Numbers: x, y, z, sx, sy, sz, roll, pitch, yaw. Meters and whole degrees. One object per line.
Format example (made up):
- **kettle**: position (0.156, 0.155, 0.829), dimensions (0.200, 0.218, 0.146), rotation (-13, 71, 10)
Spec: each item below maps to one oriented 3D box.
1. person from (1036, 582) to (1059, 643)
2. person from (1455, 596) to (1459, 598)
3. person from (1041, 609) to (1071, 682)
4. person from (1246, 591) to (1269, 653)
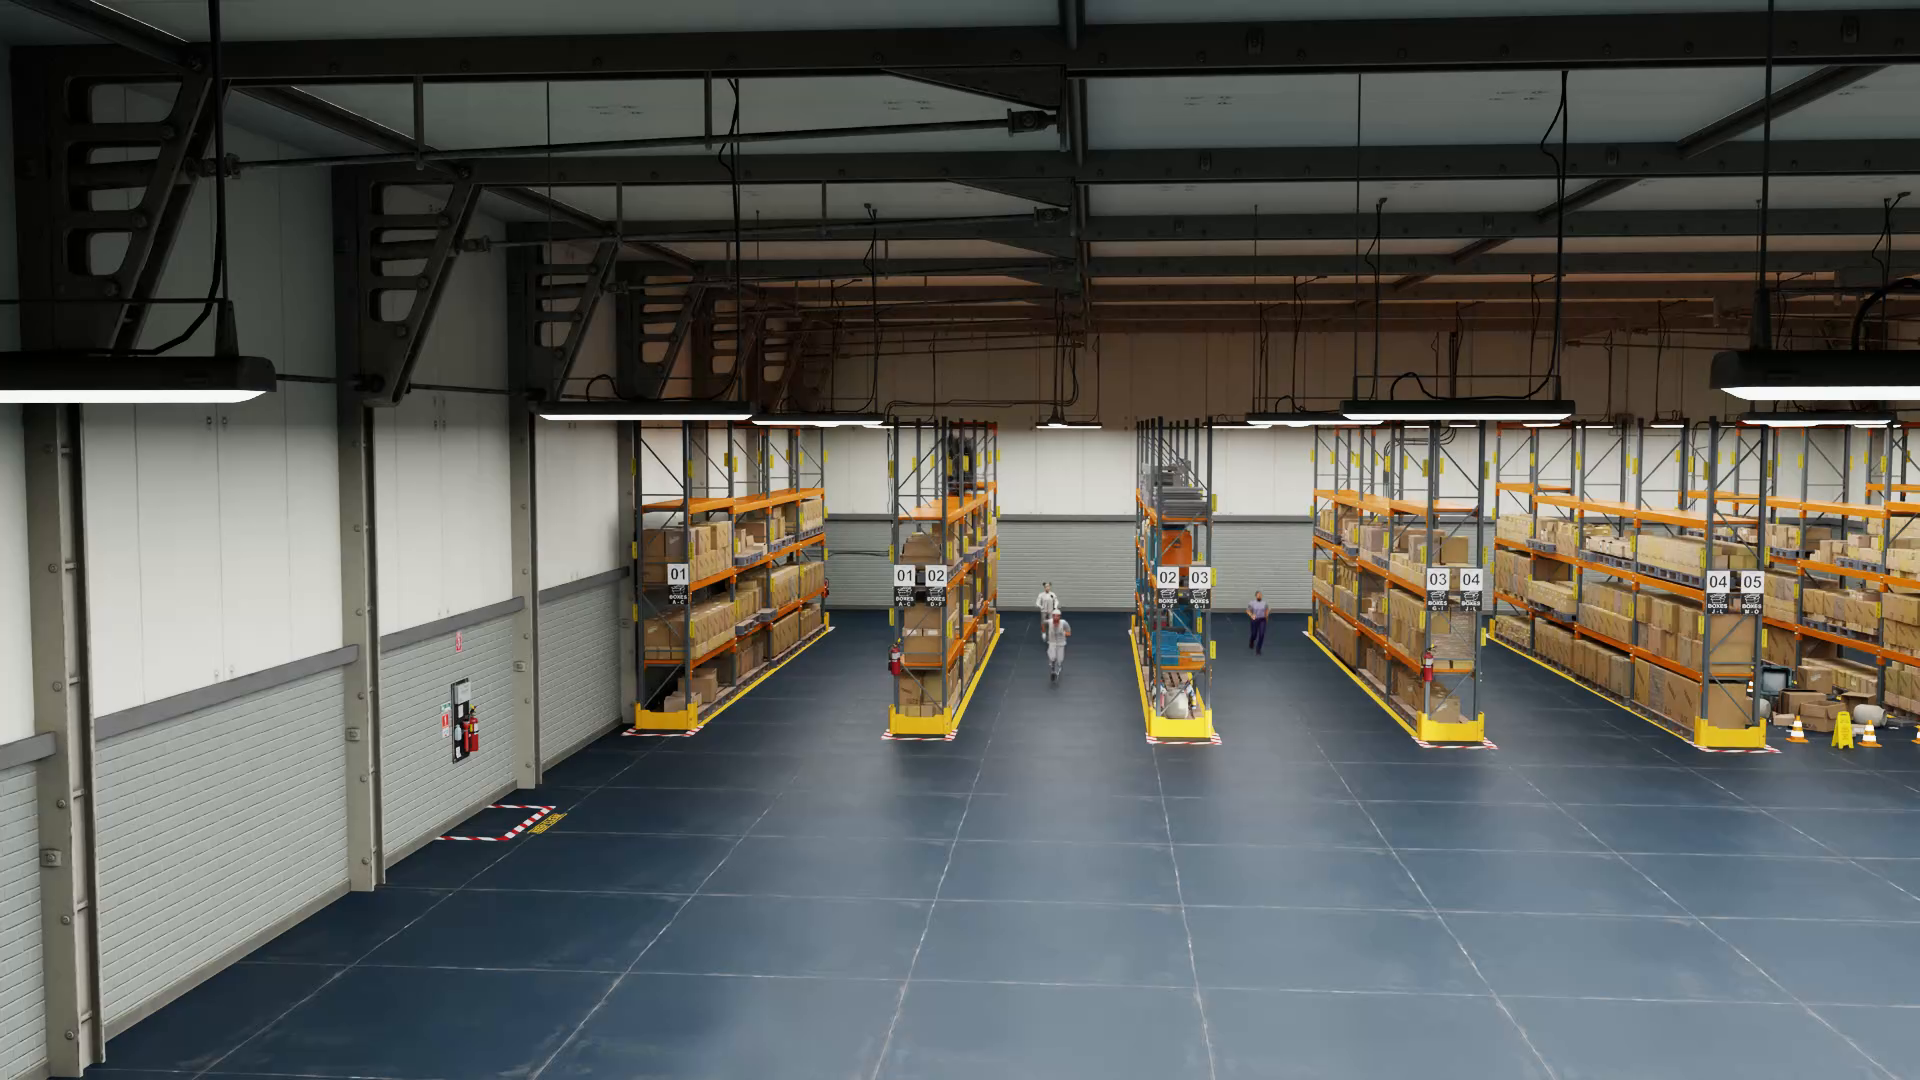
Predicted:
- **person**: position (2.375, 1.950, 45.076), dimensions (0.625, 1.654, 0.724), rotation (0, 4, -2)
- **person**: position (12.717, 2.150, 42.873), dimensions (0.596, 1.598, 0.699), rotation (0, 4, 2)
- **person**: position (2.170, 2.391, 37.587), dimensions (0.643, 1.701, 0.876), rotation (0, 4, 0)
- **person**: position (7.707, 2.123, 43.002), dimensions (0.595, 1.590, 0.560), rotation (0, 4, -4)
